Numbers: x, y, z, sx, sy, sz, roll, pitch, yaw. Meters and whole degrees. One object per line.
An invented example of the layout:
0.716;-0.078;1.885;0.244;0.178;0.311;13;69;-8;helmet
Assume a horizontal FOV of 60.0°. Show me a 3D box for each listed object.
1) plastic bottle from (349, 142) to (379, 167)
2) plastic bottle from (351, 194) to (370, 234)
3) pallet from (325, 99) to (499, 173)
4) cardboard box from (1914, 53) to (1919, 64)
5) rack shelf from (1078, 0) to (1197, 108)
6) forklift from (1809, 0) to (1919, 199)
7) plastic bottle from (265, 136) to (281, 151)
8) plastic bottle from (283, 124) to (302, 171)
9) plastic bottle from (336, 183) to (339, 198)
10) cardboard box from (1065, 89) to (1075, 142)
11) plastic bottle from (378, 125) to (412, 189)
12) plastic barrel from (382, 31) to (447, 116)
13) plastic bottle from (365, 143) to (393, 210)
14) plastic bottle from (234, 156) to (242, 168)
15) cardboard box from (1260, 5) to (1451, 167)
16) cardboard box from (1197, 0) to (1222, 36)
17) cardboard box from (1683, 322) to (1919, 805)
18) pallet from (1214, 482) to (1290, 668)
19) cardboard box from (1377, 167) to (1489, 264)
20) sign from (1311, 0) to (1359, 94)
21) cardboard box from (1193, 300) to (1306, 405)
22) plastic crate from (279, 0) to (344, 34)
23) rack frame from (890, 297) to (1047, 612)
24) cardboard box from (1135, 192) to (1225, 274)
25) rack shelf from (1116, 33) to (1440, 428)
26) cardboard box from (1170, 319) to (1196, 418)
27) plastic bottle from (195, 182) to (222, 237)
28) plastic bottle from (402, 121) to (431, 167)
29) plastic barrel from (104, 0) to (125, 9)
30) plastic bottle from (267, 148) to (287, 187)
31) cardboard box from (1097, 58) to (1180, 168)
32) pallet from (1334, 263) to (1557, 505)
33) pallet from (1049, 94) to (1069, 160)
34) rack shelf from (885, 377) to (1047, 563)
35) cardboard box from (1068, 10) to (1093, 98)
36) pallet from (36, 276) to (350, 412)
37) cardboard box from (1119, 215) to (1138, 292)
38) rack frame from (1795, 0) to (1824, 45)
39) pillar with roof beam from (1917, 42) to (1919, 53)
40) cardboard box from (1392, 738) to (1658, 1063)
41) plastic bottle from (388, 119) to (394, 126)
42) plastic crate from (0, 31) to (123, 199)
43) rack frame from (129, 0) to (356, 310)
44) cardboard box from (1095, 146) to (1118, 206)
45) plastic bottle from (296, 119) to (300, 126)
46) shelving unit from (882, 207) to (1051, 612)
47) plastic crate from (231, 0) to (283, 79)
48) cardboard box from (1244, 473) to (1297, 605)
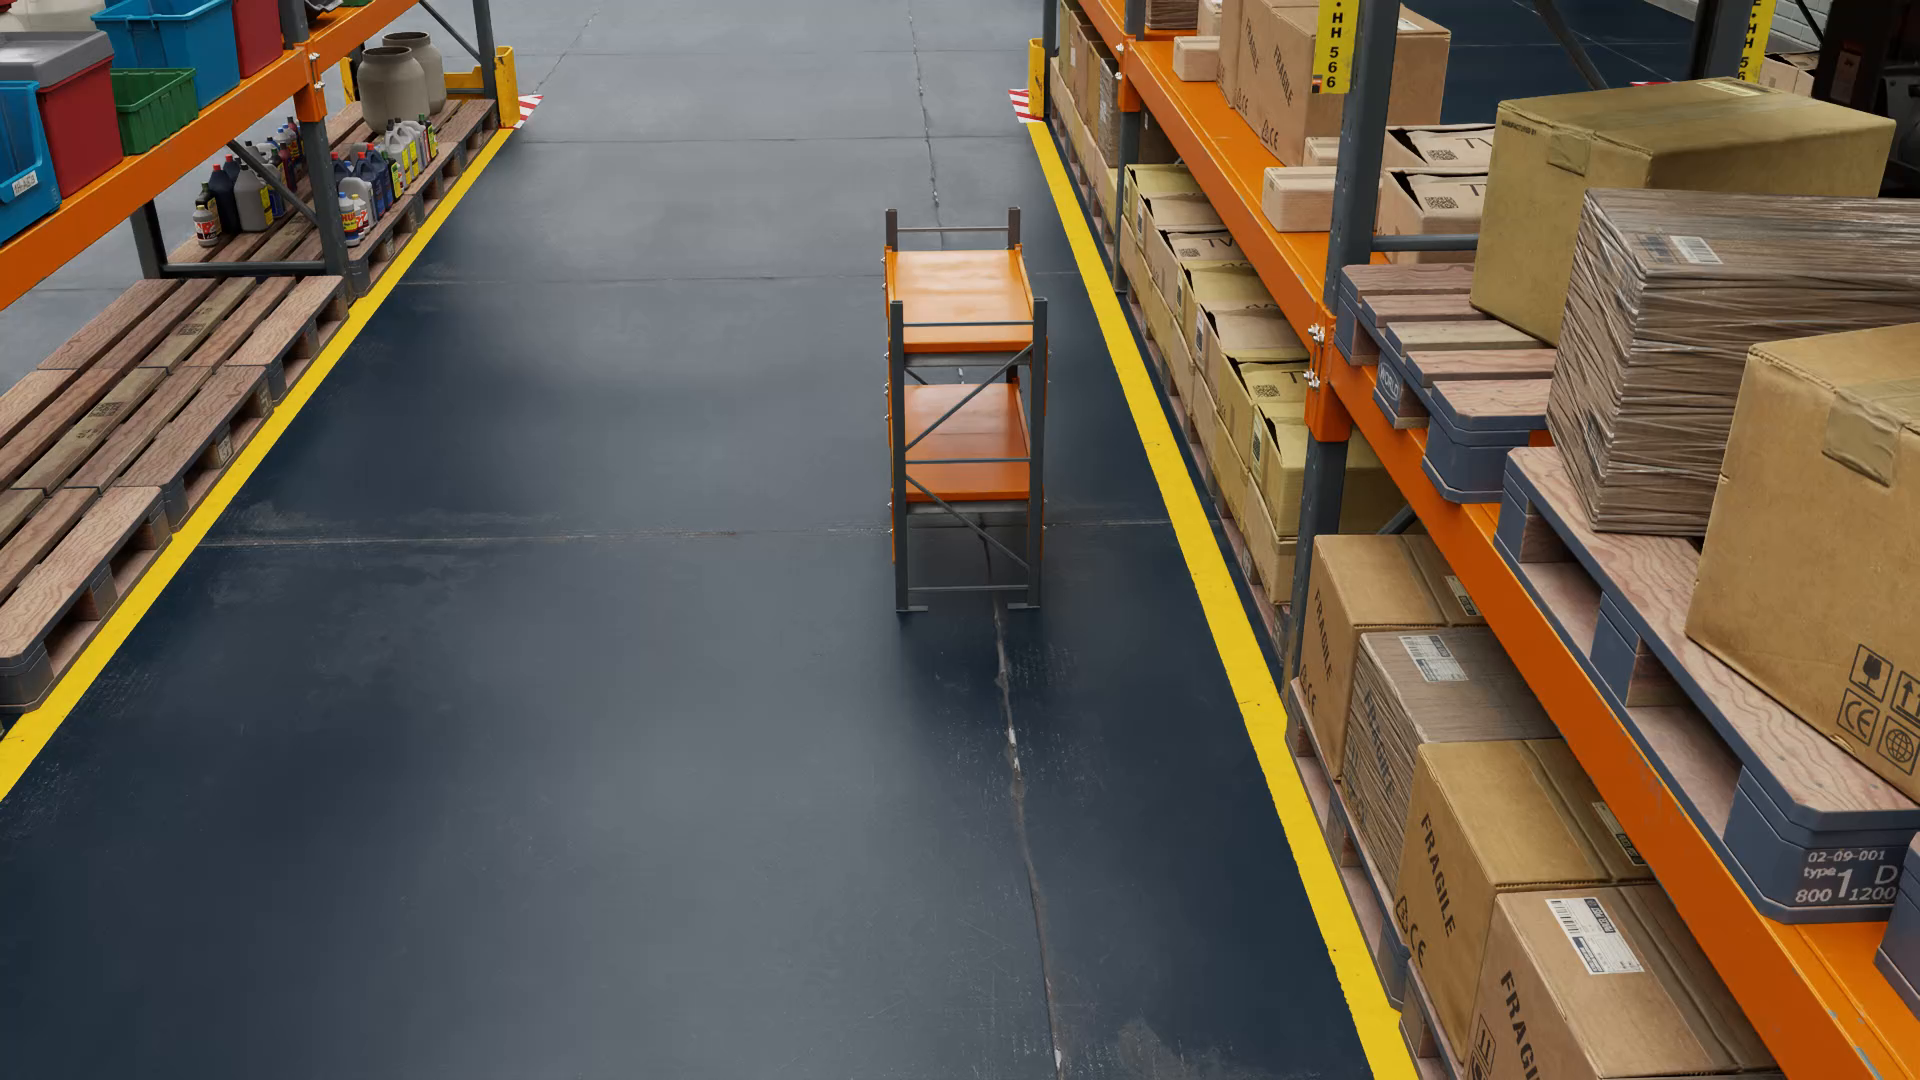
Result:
-3.442;-2.180;9.655;0.152;0.276;0.135;-1;28;-3;plastic bottle
-3.225;-1.747;8.906;0.097;0.201;0.097;0;28;0;plastic bottle
-3.756;-2.743;11.280;1.003;0.211;1.213;-1;28;-3;pallet
6.014;-2.789;10.582;0.700;0.500;0.500;-3;28;-6;cardboard box
1.207;-3.264;10.042;1.077;0.370;4.000;-1;28;-3;rack shelf
3.857;-1.491;5.940;1.130;2.935;3.031;-5;28;-9;forklift
-4.027;-2.231;9.758;0.097;0.271;0.097;0;28;0;plastic bottle
-4.043;-2.371;10.026;0.097;0.271;0.097;0;28;0;plastic bottle
-3.365;-1.835;8.987;0.061;0.283;0.133;-1;28;-3;plastic bottle
0.964;-2.758;10.815;0.500;0.250;0.500;-1;28;-3;cardboard box
-3.295;-2.228;9.667;0.144;0.351;0.185;-2;28;-3;plastic bottle
-3.734;-3.169;11.319;0.421;0.512;0.421;0;28;0;plastic barrel
-3.273;-2.032;9.290;0.144;0.351;0.185;-3;28;-5;plastic bottle
-4.017;-1.985;9.274;0.061;0.283;0.133;0;28;1;plastic bottle
1.416;-1.631;6.025;0.500;0.500;0.500;-3;28;-5;cardboard box
1.381;-2.366;7.705;0.500;0.250;0.500;0;28;1;cardboard box
1.575;-0.009;2.462;0.700;0.500;0.500;-8;29;-16;cardboard box
1.516;0.044;5.938;1.003;0.211;1.213;-1;28;-3;pallet
1.545;-0.941;4.907;0.500;0.311;0.500;0;28;1;cardboard box
0.966;-1.310;4.266;0.100;0.325;0.005;-1;28;-3;sign
1.190;-0.736;6.331;0.500;0.311;0.500;-2;28;-3;cardboard box
-3.536;-2.758;8.362;0.767;0.338;0.504;-1;28;-3;plastic crate
0.027;-0.261;5.534;0.500;1.125;0.032;-1;28;-3;rack frame
1.105;-1.446;7.693;0.500;0.311;0.500;-2;28;-3;cardboard box
1.416;-1.416;6.500;1.077;0.370;4.000;-1;28;-3;rack shelf
1.166;-0.724;6.913;0.500;0.250;0.500;-1;28;-2;cardboard box
-3.990;-1.746;8.816;0.061;0.283;0.133;0;28;0;plastic bottle
-3.325;-2.421;10.118;0.152;0.276;0.135;-1;28;-2;plastic bottle
-3.918;-2.578;7.406;0.600;0.901;0.708;-1;28;-3;plastic barrel
-3.883;-2.074;9.445;0.061;0.283;0.133;-1;28;-3;plastic bottle
1.054;-2.399;9.314;0.500;0.500;0.500;-1;28;-3;cardboard box
1.626;-0.415;4.010;1.213;0.211;1.003;-1;28;-3;pallet
1.184;-2.918;11.616;1.003;0.211;1.213;-1;28;-3;pallet
0.000;-0.279;6.097;0.538;0.278;1.000;-1;28;-3;rack shelf
0.975;-3.091;10.642;0.500;0.500;0.500;-1;28;-3;cardboard box
-3.556;-0.943;7.830;1.003;0.211;1.213;-1;28;-3;pallet
1.085;-1.434;8.275;0.500;0.250;0.500;-2;28;-4;cardboard box
6.049;-4.628;11.879;1.000;3.000;0.127;-1;28;-3;rack frame
2.650;-6.881;9.712;9.100;9.000;0.400;-1;28;-3;pillar with roof beam
1.313;0.792;3.715;0.500;0.500;0.500;-2;28;-3;cardboard box
-3.431;-2.422;10.111;0.061;0.283;0.133;-1;28;-3;plastic bottle
-3.205;-1.476;5.767;0.402;0.464;0.583;-1;28;-3;plastic crate
-3.636;-2.541;7.878;1.000;3.000;0.127;-1;28;-3;rack frame
1.053;-2.066;9.487;0.500;0.250;0.500;-1;28;-3;cardboard box
-4.061;-2.529;10.330;0.097;0.271;0.097;0;28;0;plastic bottle
0.000;-0.496;5.984;0.538;1.125;1.048;-1;28;-3;shelving unit
-3.305;-2.353;7.449;0.402;0.464;0.583;-1;28;-3;plastic crate
1.249;-0.016;5.556;0.500;0.250;0.500;-1;28;-1;cardboard box
